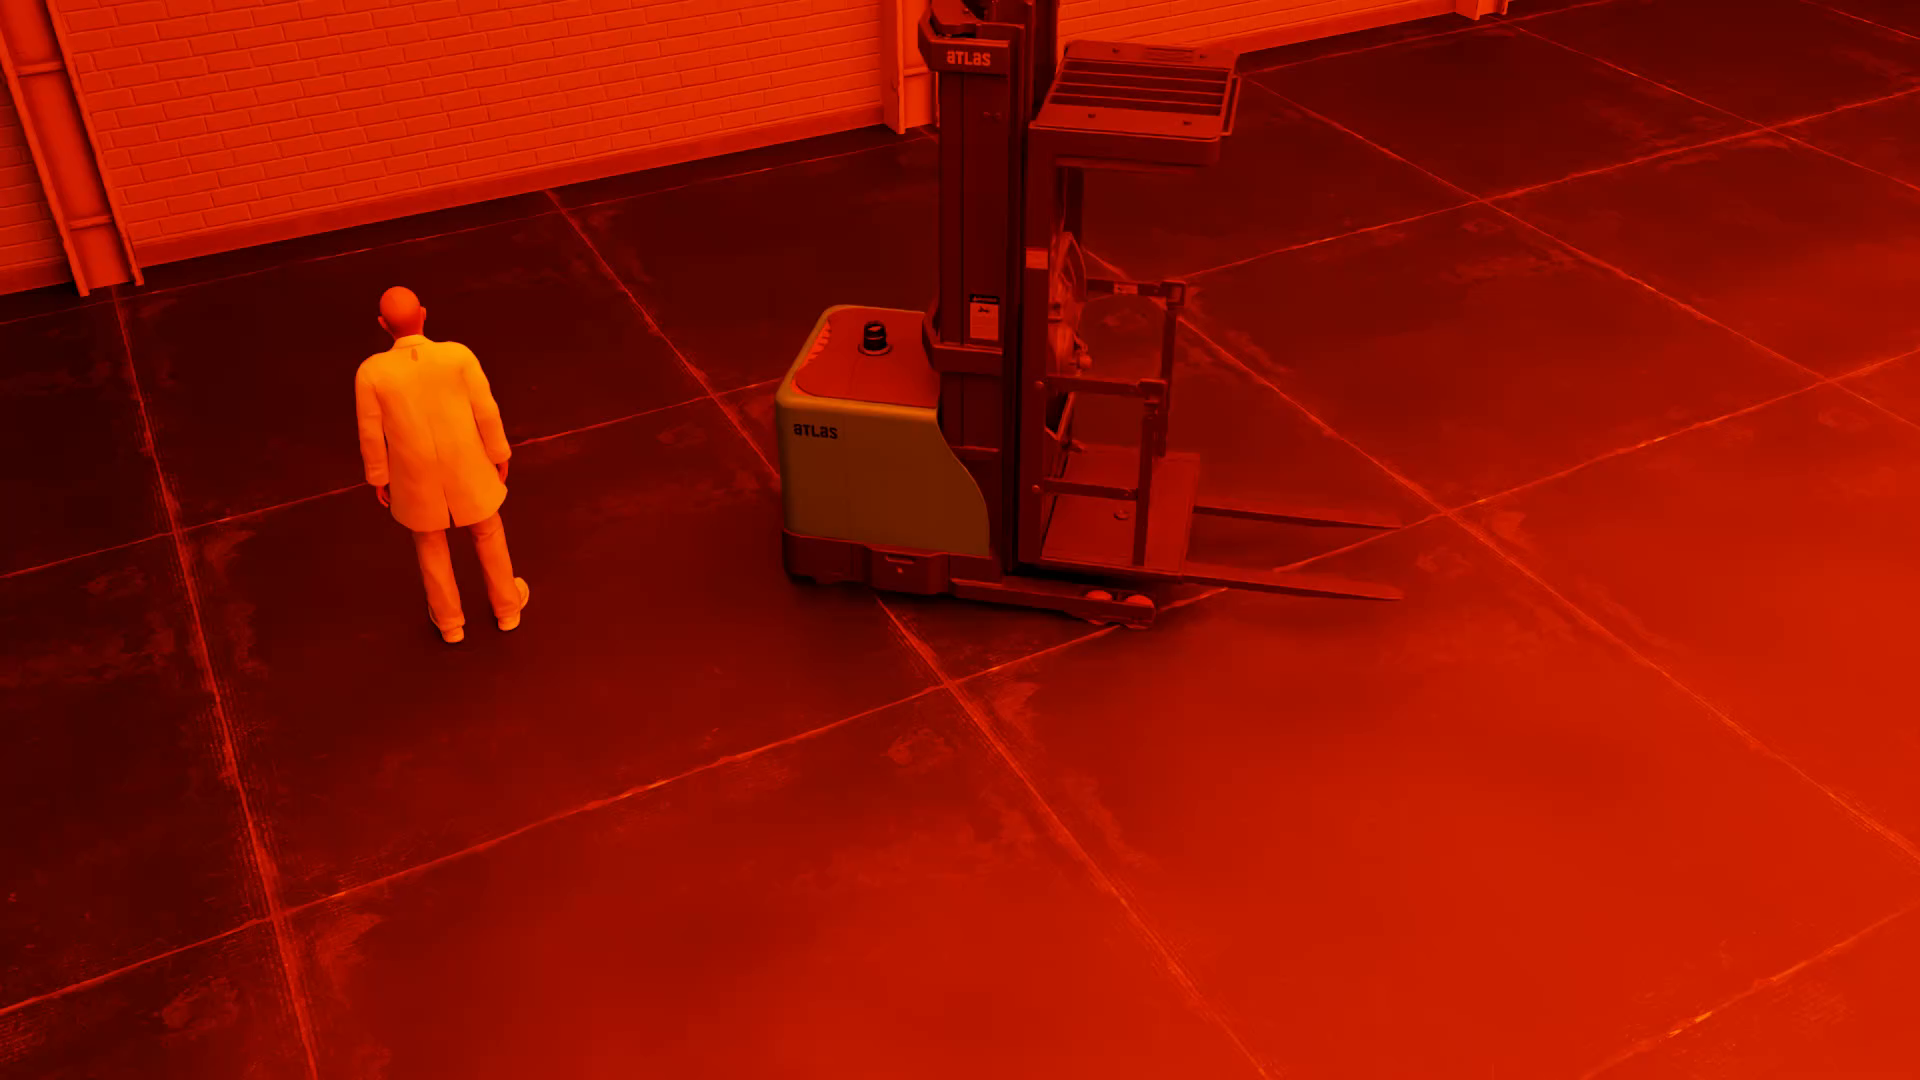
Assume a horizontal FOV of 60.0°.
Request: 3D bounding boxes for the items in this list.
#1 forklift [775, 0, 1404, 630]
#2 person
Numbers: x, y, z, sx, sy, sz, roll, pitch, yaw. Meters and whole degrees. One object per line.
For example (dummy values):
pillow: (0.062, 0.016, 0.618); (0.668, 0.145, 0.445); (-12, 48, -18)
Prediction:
forklift: (0.684, -1.099, 7.677); (3.031, 2.935, 1.130); (7, 36, 9)
person: (-2.374, -0.327, 7.590); (0.644, 1.772, 0.428); (-11, 37, -16)
